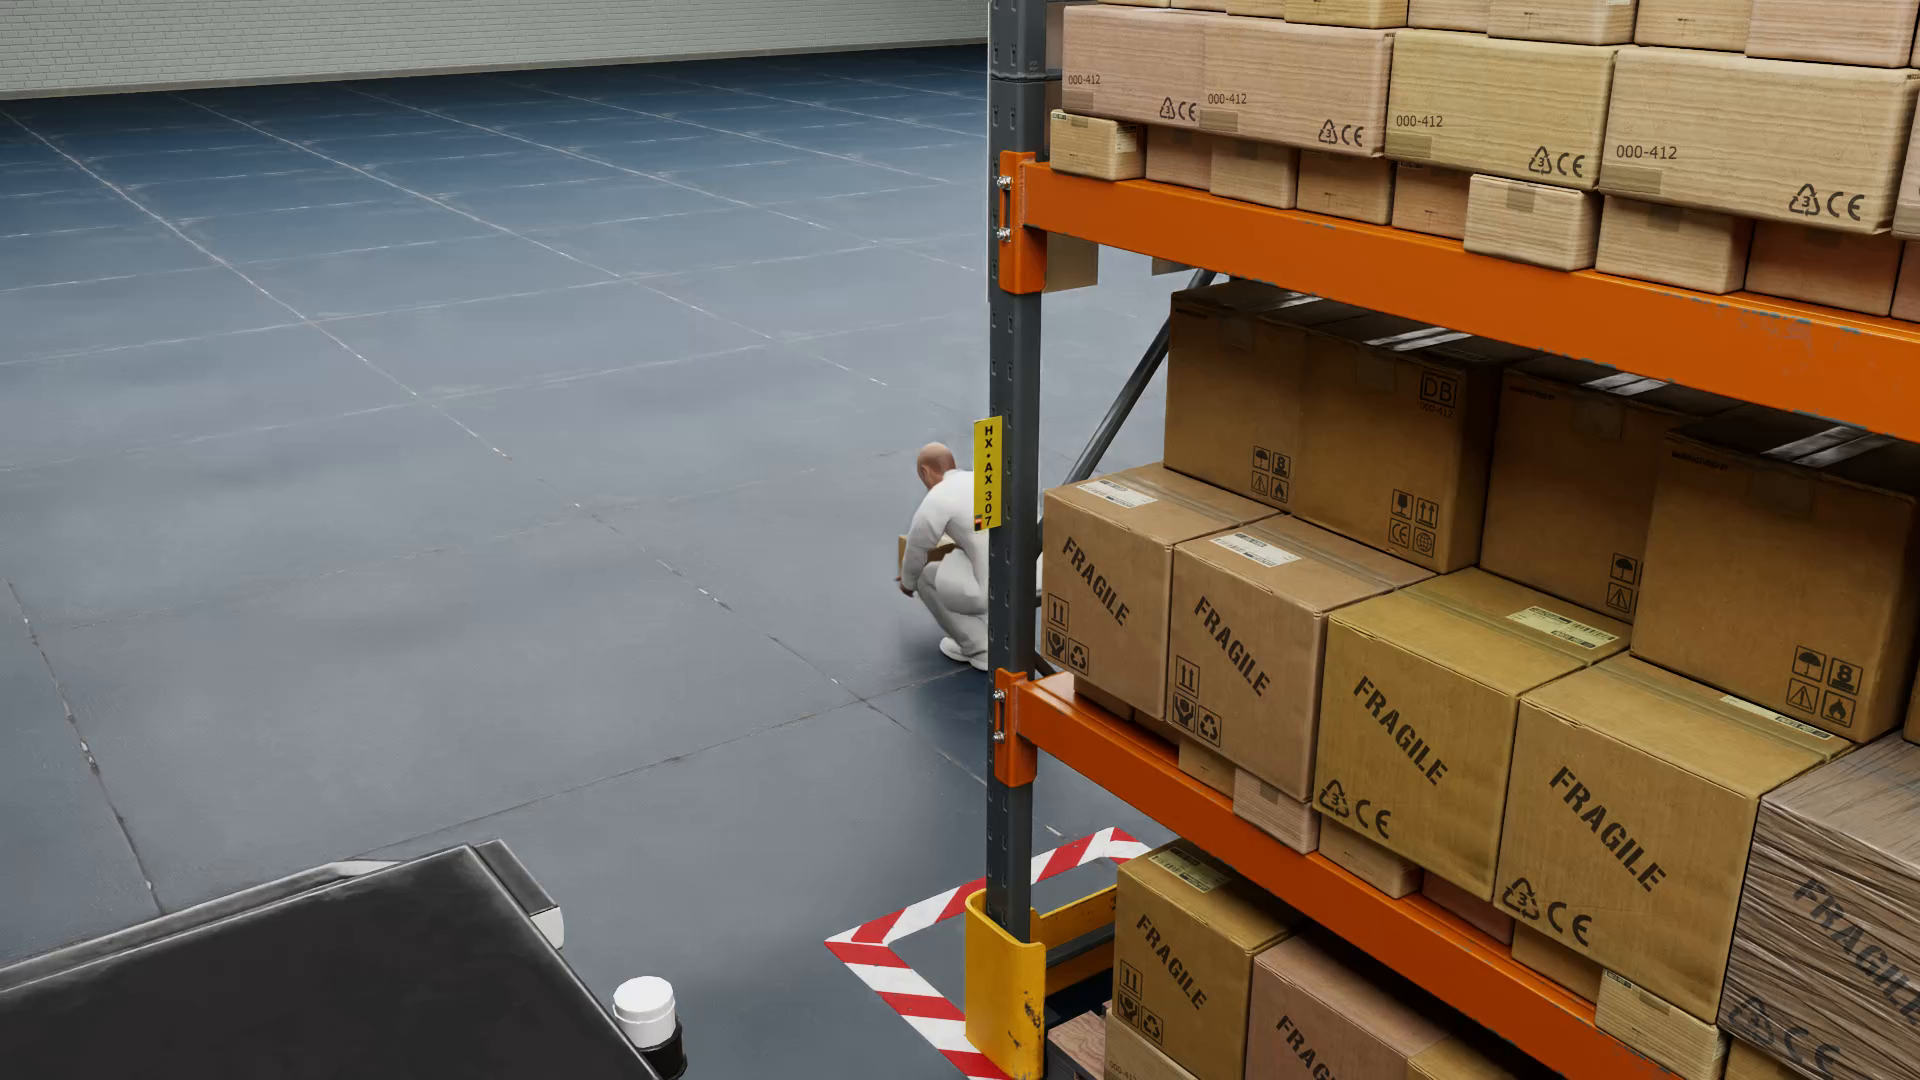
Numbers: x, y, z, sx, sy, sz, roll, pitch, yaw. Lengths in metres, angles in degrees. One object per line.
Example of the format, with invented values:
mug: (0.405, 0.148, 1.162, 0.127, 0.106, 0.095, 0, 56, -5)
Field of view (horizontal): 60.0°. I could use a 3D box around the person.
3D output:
person: (0.063, 0.055, 8.056, 0.604, 0.995, 0.909, -14, 25, -33)
